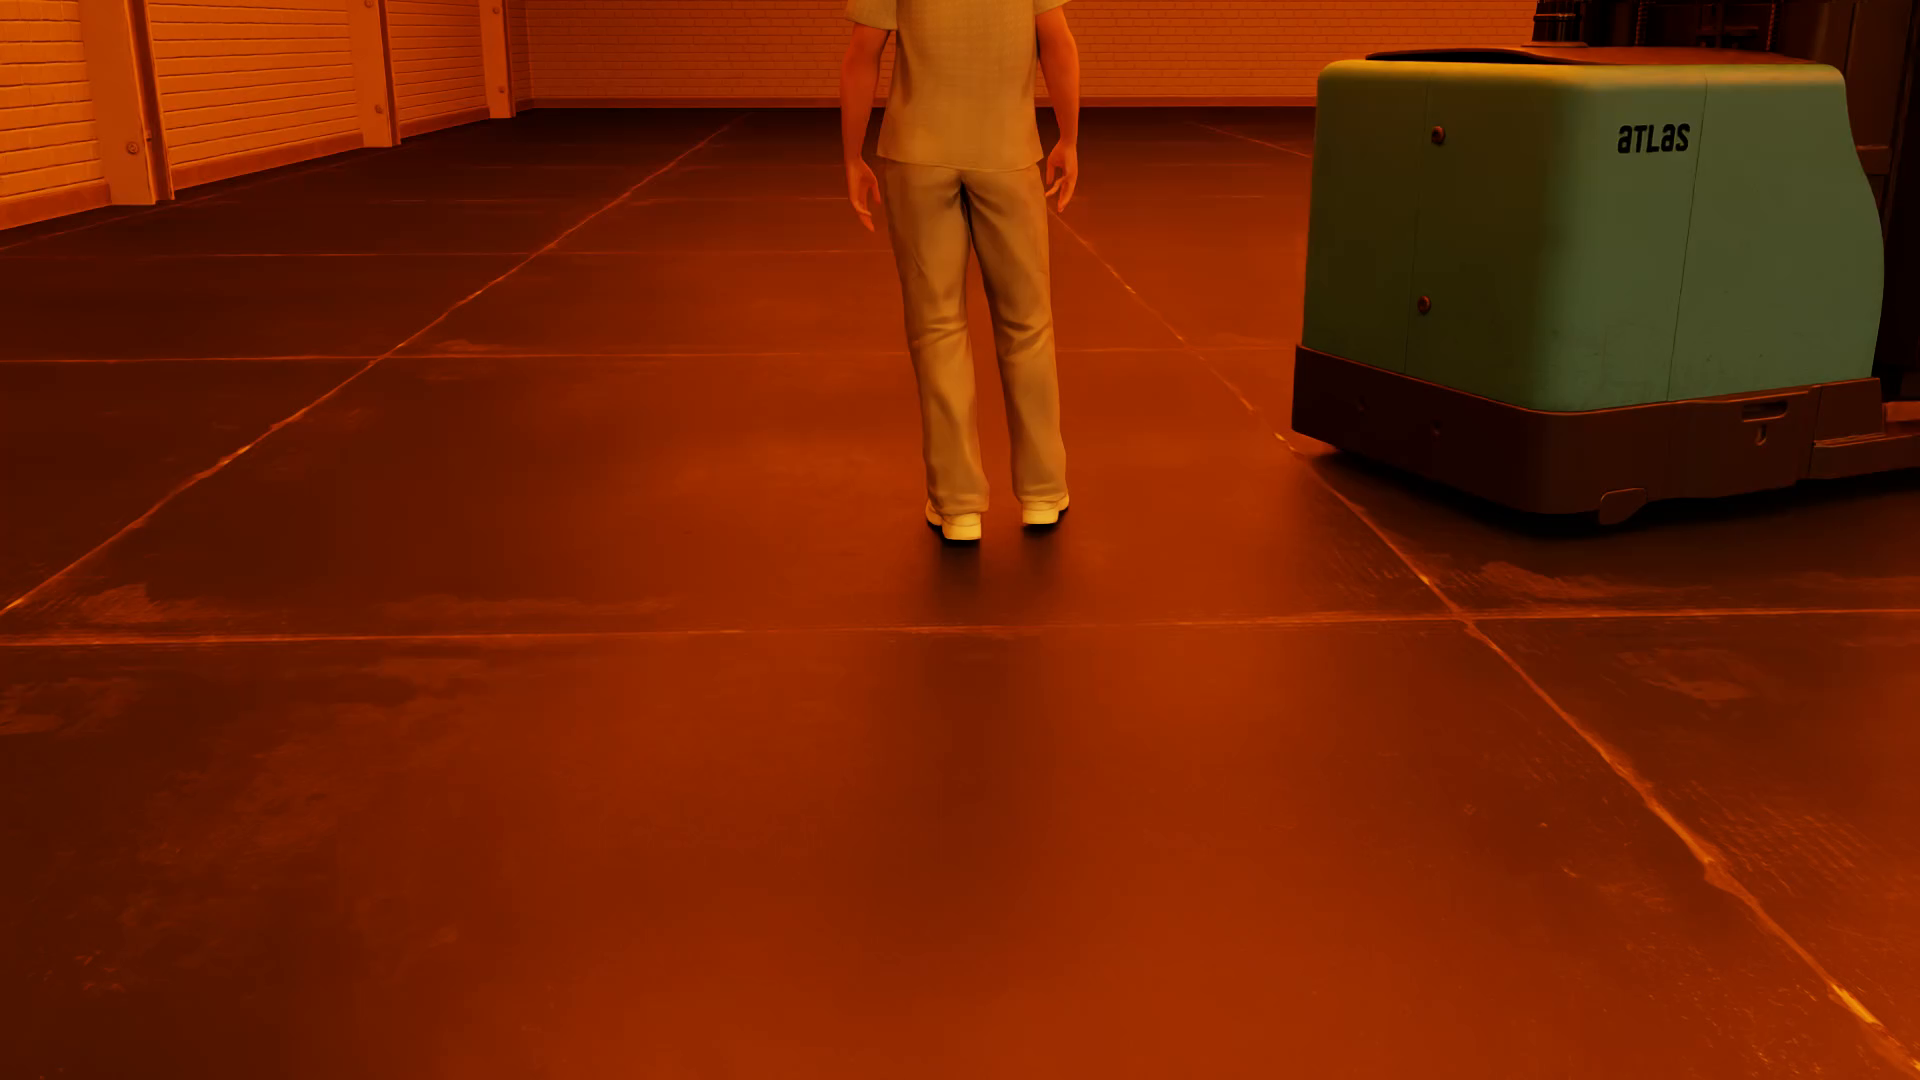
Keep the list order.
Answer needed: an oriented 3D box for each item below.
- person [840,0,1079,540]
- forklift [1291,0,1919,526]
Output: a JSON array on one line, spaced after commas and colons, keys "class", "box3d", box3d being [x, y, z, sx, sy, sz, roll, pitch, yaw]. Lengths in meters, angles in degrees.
[{"class": "person", "box3d": [0.010, -0.830, 3.742, 0.549, 1.673, 0.548, -1, 17, -3]}, {"class": "forklift", "box3d": [2.498, -1.704, 4.476, 3.031, 2.935, 1.130, -8, 19, -23]}]
